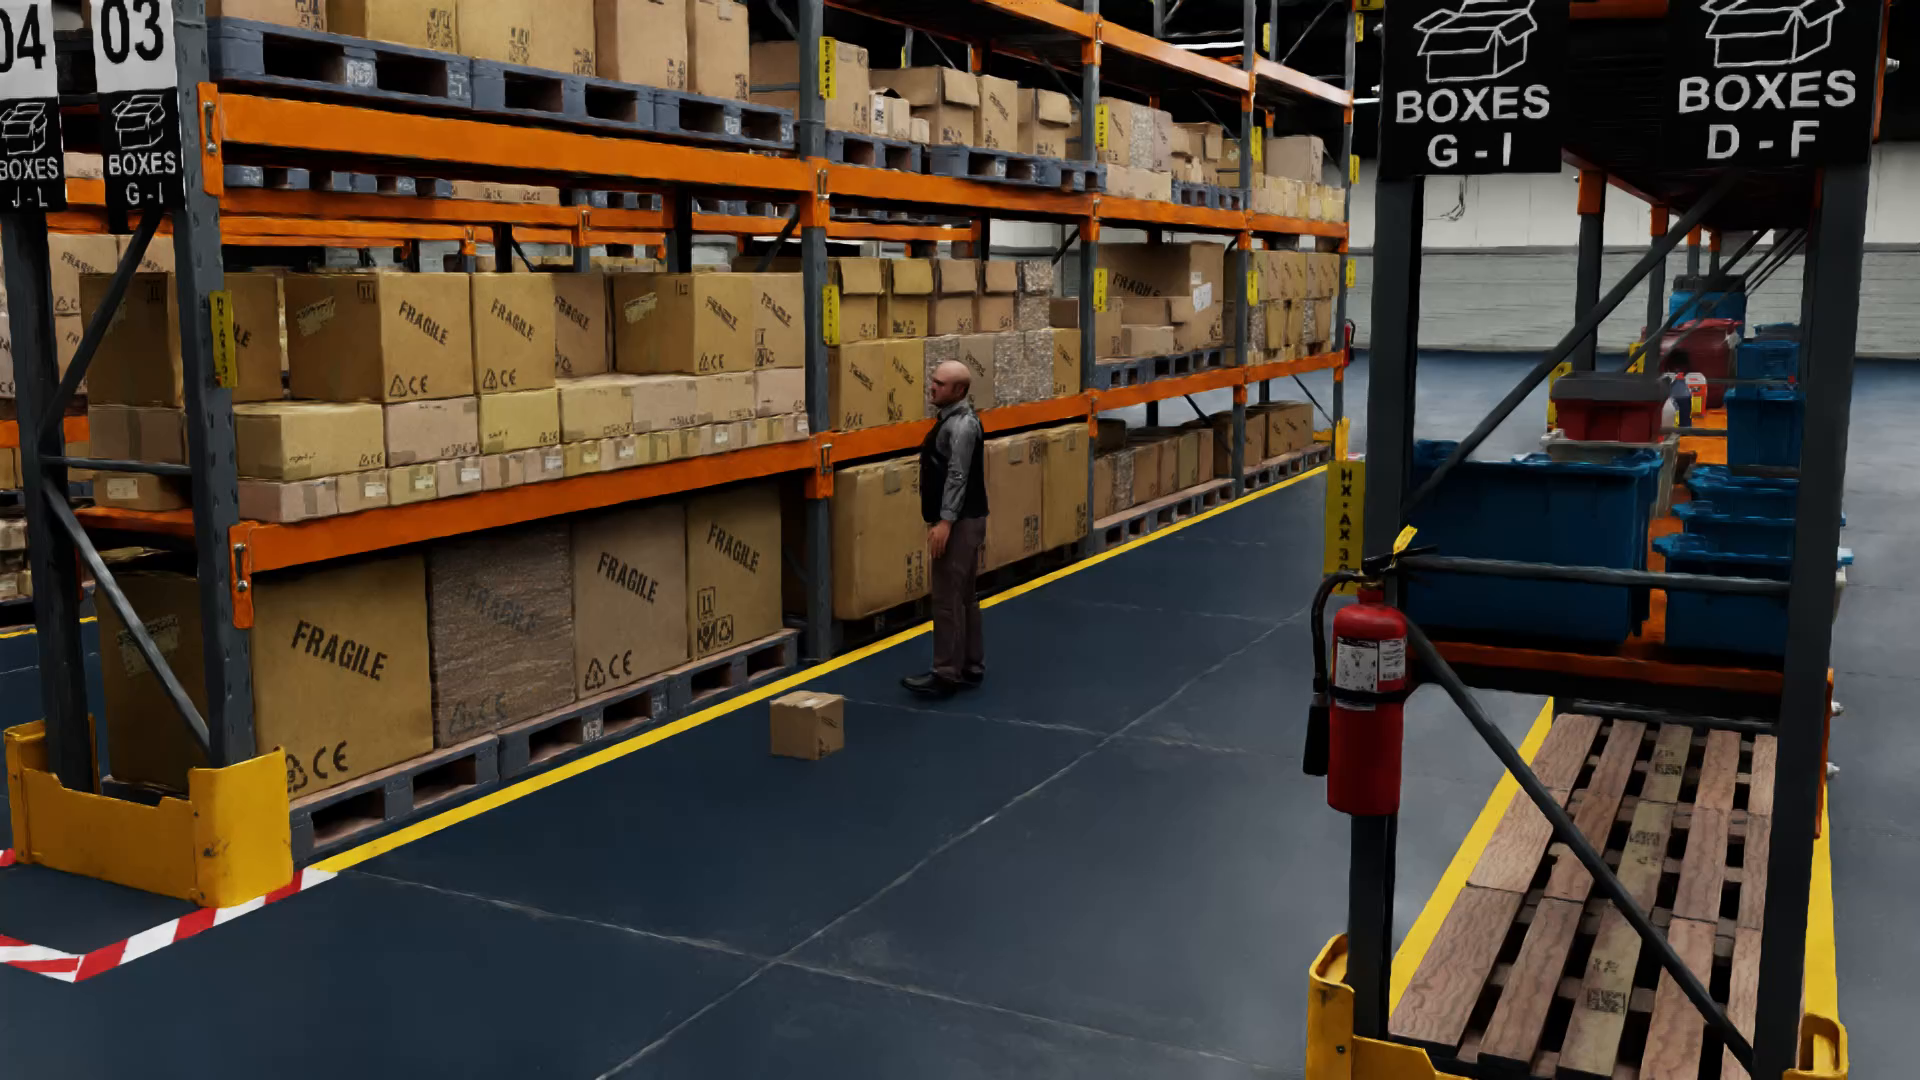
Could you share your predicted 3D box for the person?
[{"bbox_3d":[-0.083,-0.070,8.706,0.470,1.731,0.591,0,9,-1],"label":"person"}]
